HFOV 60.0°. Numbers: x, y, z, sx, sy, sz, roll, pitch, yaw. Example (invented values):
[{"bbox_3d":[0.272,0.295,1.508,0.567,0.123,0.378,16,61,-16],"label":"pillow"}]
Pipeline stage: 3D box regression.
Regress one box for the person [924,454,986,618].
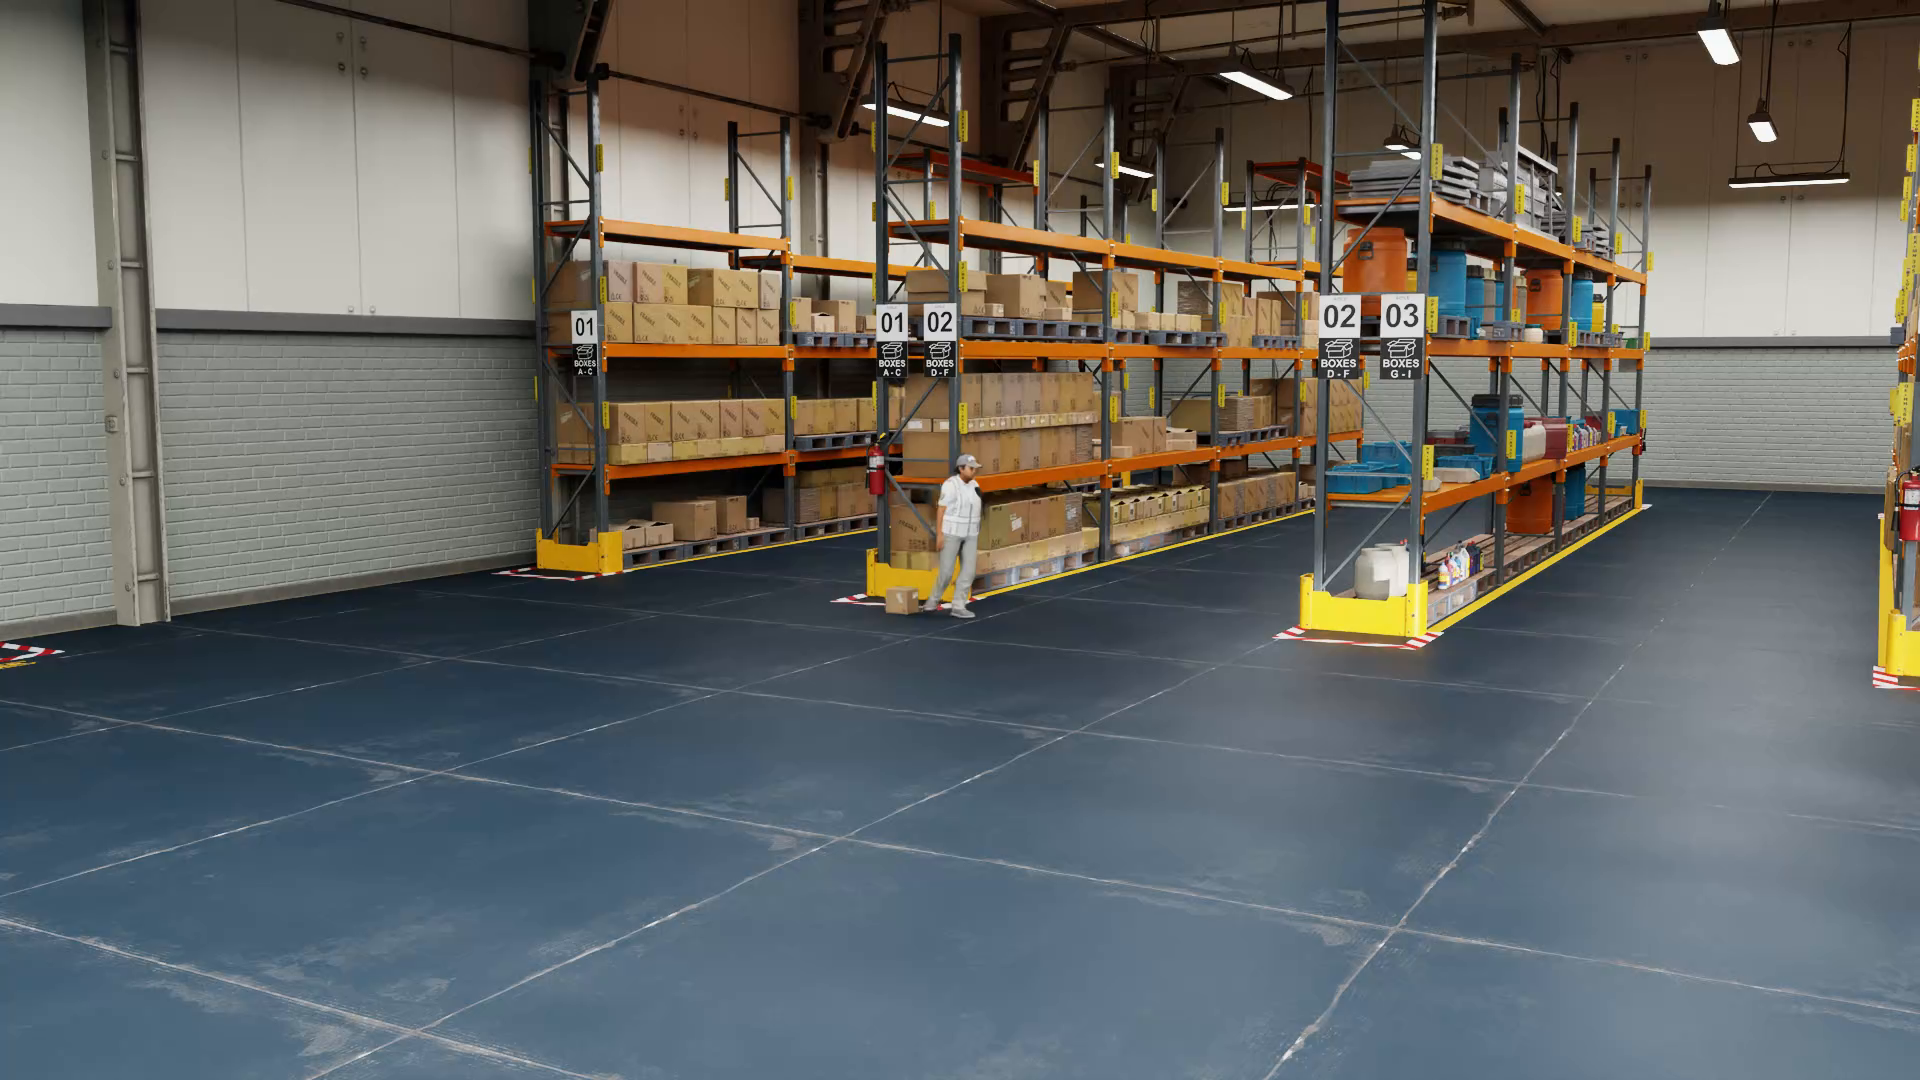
[{"bbox_3d":[-0.060,-0.043,16.772,0.554,1.652,0.588,-4,7,-35],"label":"person"}]
